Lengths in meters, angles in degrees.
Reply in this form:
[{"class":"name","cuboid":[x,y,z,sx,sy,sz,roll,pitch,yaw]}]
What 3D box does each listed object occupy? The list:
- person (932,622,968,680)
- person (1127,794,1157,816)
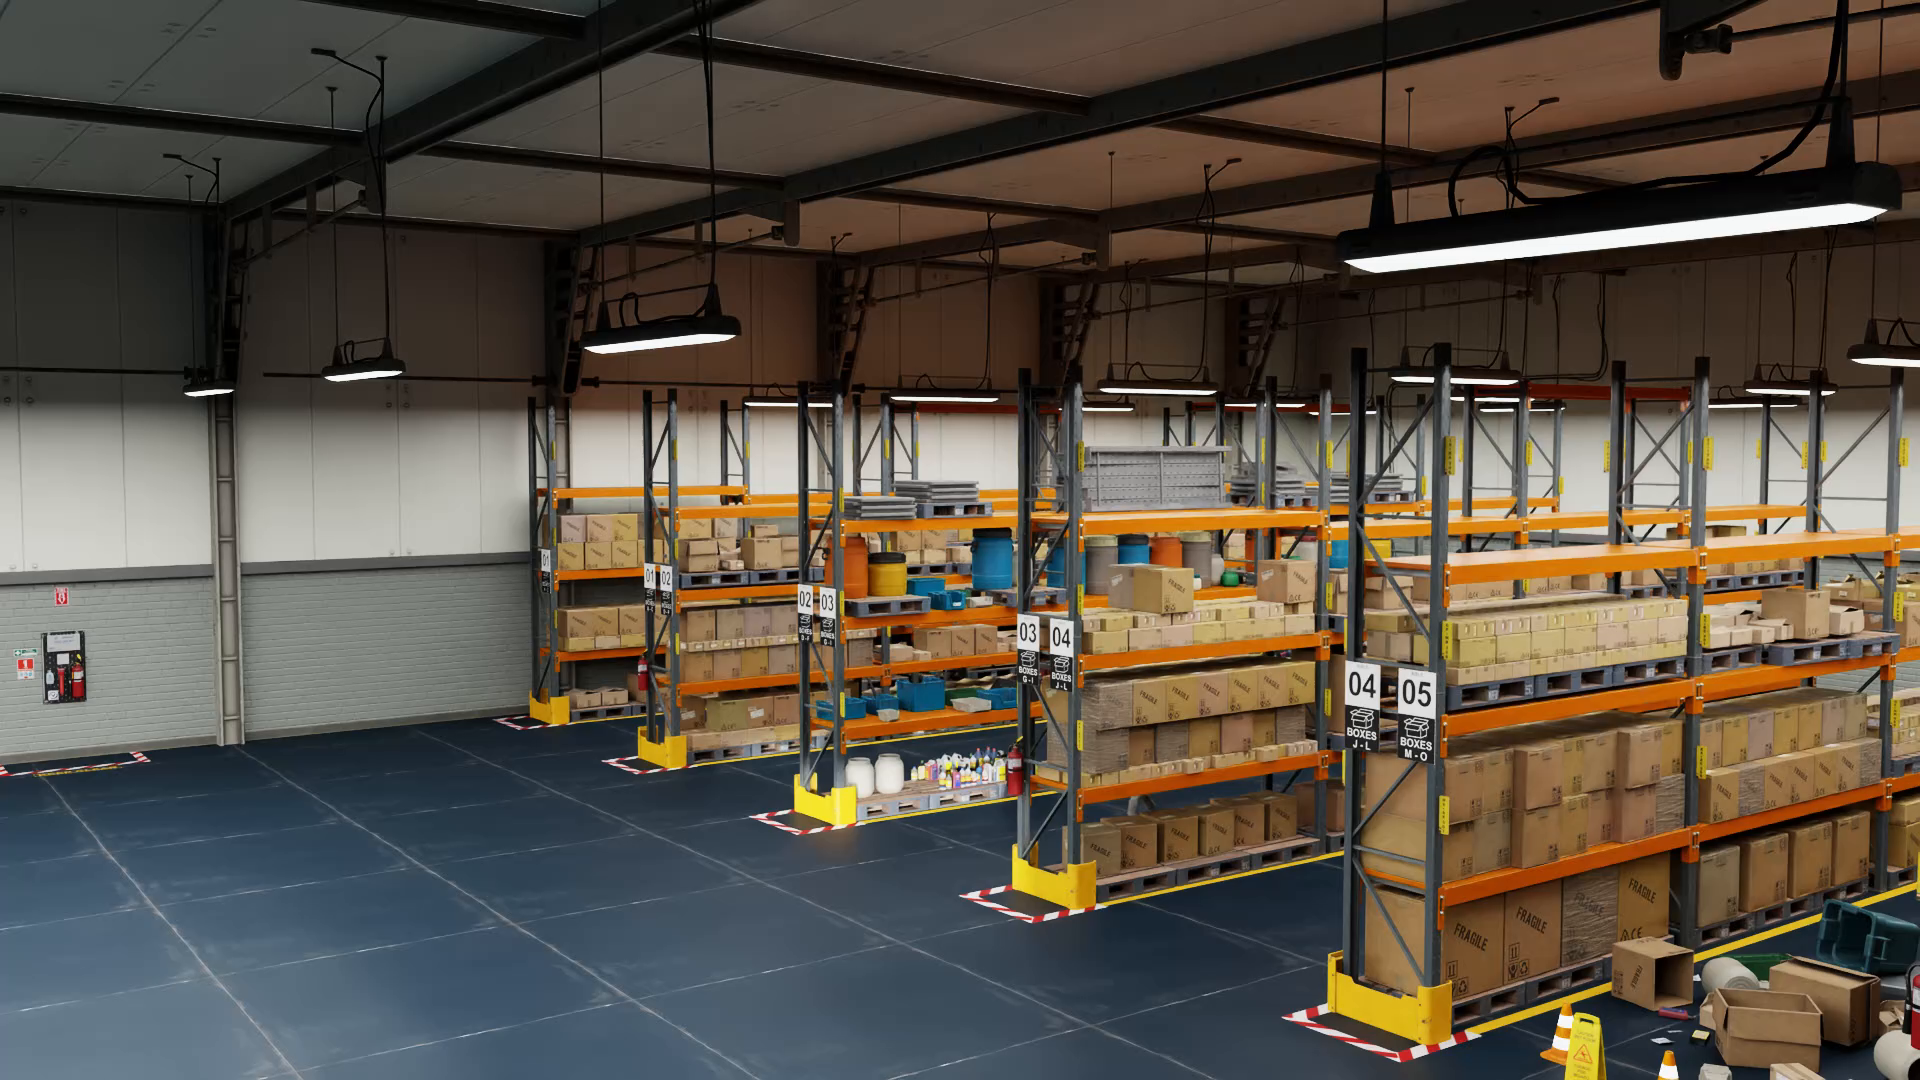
[{"class":"person","cuboid":[-0.127,2.419,32.551,0.966,1.602,0.465,-2,4,-27]},{"class":"person","cuboid":[2.275,3.100,21.662,0.891,1.522,0.445,-2,4,-25]}]
